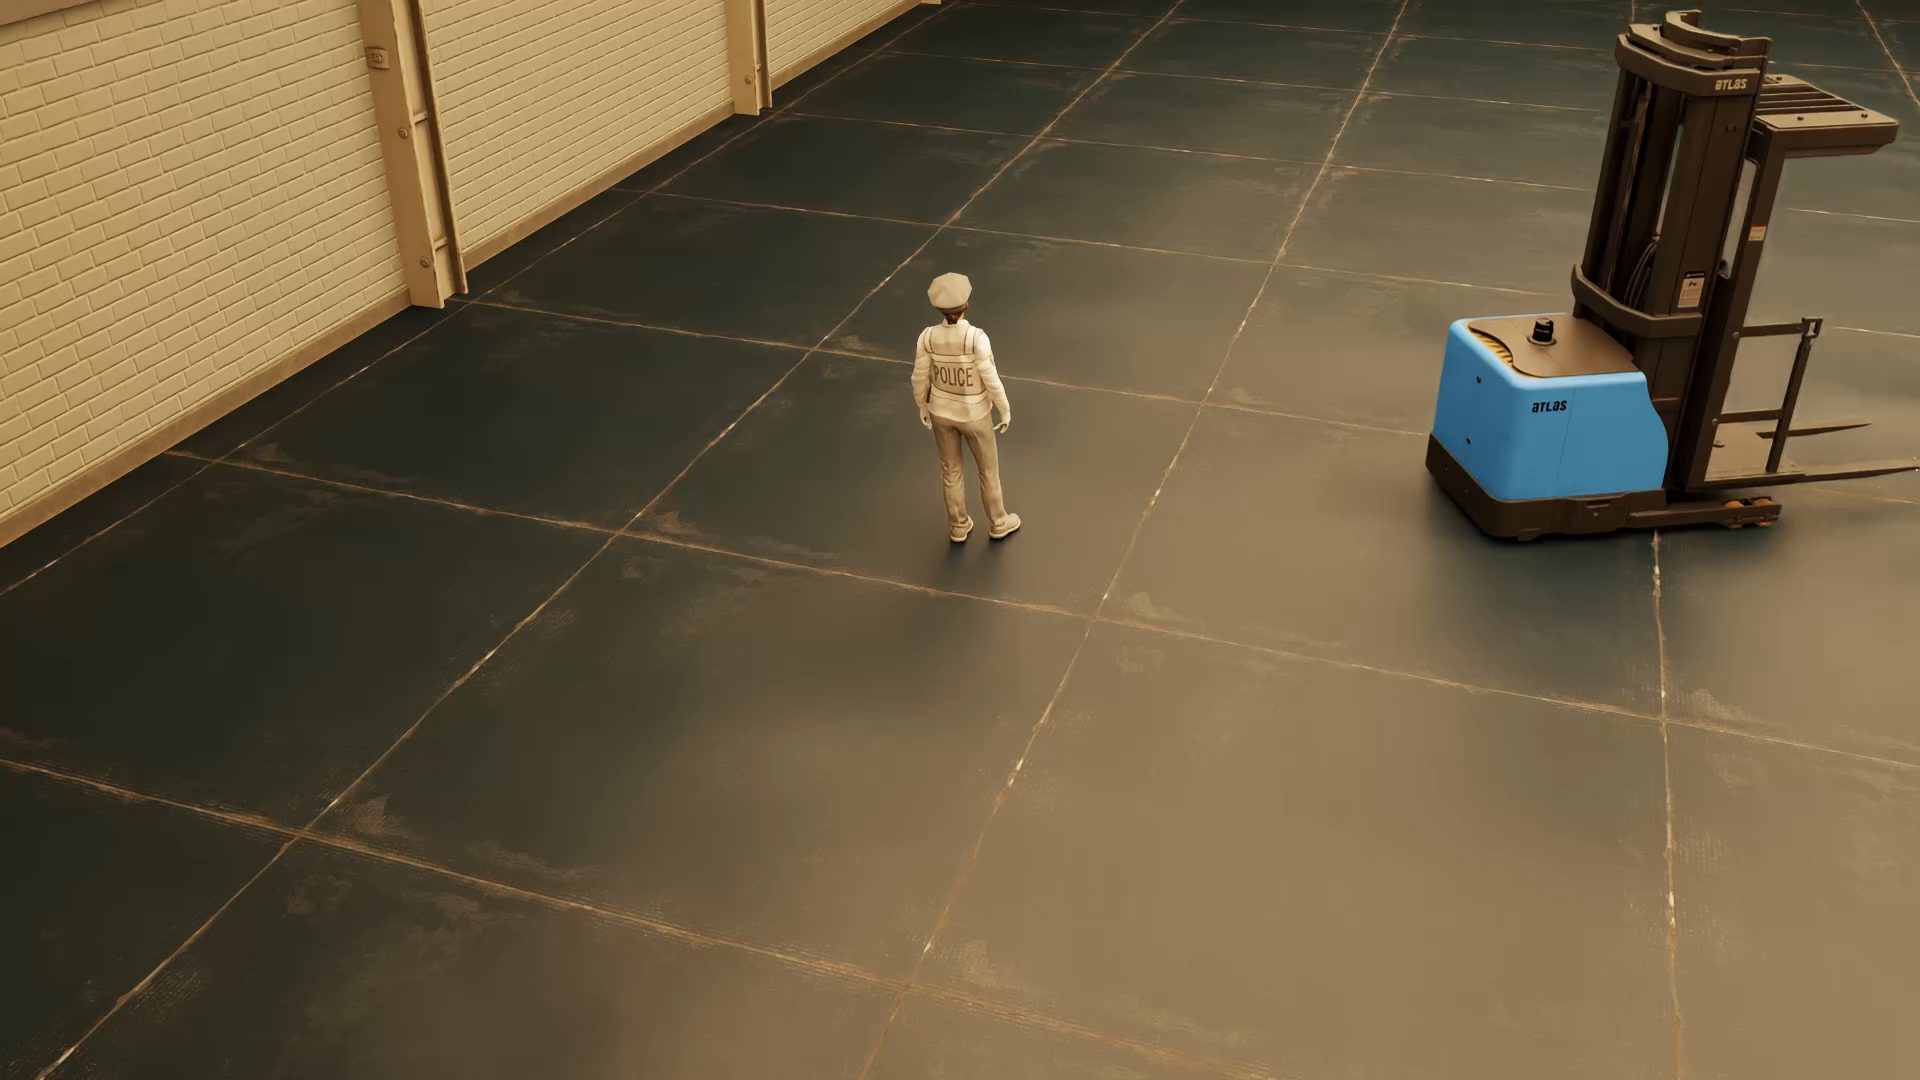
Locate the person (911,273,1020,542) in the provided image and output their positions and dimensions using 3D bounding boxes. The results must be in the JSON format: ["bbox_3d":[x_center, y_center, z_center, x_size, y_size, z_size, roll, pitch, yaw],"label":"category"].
[{"bbox_3d":[0.029,-0.774,9.728,0.586,1.694,0.530,10,31,16],"label":"person"}]

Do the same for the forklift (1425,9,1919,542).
[{"bbox_3d":[4.584,-1.597,9.938,3.031,2.935,1.130,-5,30,-8],"label":"forklift"}]
